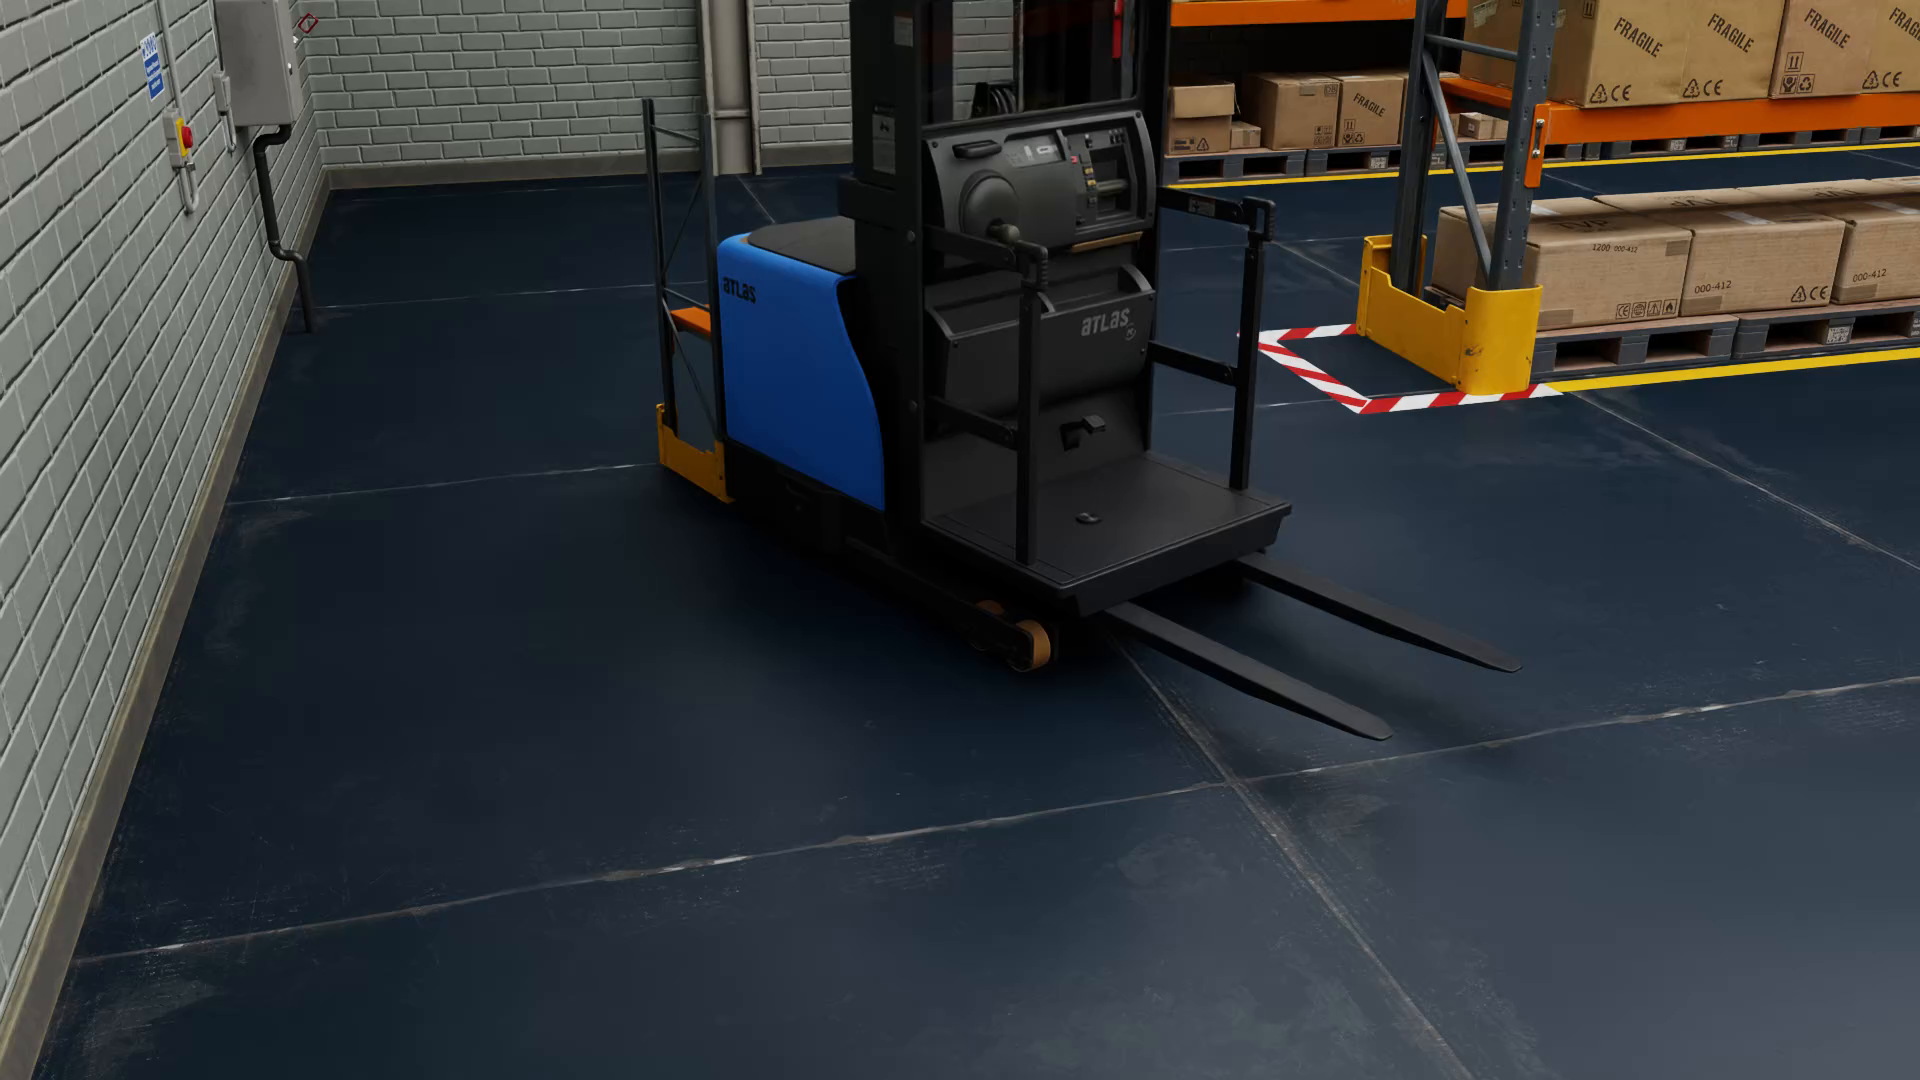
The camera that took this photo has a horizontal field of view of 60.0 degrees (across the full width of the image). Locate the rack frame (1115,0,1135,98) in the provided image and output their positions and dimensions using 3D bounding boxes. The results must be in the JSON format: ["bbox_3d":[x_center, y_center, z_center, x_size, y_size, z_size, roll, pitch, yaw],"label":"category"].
[{"bbox_3d":[1.083,-4.179,12.185,0.127,3.000,1.000,-6,24,-14],"label":"rack frame"}]

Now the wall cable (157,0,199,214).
[{"bbox_3d":[-2.995,-2.167,6.167,0.123,1.953,0.585,-6,24,-14],"label":"wall cable"}]

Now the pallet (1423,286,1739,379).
[{"bbox_3d":[3.177,-1.128,8.612,1.213,0.211,1.003,-6,24,-14],"label":"pallet"}]

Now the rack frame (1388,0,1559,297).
[{"bbox_3d":[2.428,-2.295,7.794,0.127,3.000,1.000,-6,24,-14],"label":"rack frame"}]

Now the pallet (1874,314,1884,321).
[{"bbox_3d":[5.526,-1.388,9.217,1.213,0.211,1.003,-6,24,-14],"label":"pallet"}]

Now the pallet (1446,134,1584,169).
[{"bbox_3d":[4.273,-3.251,13.558,1.213,0.211,1.003,-6,24,-14],"label":"pallet"}]

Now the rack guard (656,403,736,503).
[{"bbox_3d":[-1.067,-0.362,6.776,0.087,0.250,0.587,-16,28,-33],"label":"rack guard"}]

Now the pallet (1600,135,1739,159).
[{"bbox_3d":[5.708,-3.424,13.963,1.213,0.211,1.003,-6,24,-14],"label":"pallet"}]

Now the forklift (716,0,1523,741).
[{"bbox_3d":[0.414,-1.151,5.215,1.130,2.935,3.031,-18,29,-36],"label":"forklift"}]

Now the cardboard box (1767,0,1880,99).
[{"bbox_3d":[3.942,-2.395,7.900,0.500,0.500,0.500,-6,24,-15],"label":"cardboard box"}]

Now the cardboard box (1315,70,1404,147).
[{"bbox_3d":[3.068,-3.347,12.884,0.500,0.500,0.500,-6,24,-13],"label":"cardboard box"}]

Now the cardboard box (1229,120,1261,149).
[{"bbox_3d":[2.118,-3.121,12.803,0.250,0.149,0.380,-7,24,-16],"label":"cardboard box"}]

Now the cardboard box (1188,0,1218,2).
[{"bbox_3d":[1.706,-4.039,12.178,0.250,0.149,0.380,-6,24,-13],"label":"cardboard box"}]

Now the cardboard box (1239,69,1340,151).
[{"bbox_3d":[2.532,-3.329,12.841,0.500,0.500,0.700,-5,24,-12],"label":"cardboard box"}]

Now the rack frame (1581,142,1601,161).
[{"bbox_3d":[4.935,-4.605,13.178,0.127,3.000,1.000,-6,24,-14],"label":"rack frame"}]

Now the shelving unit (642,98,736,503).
[{"bbox_3d":[-0.665,-1.052,6.800,1.083,1.500,0.587,-16,28,-33],"label":"shelving unit"}]

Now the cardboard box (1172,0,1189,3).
[{"bbox_3d":[1.474,-3.994,12.073,0.250,0.149,0.380,-6,24,-15],"label":"cardboard box"}]

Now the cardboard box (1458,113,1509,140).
[{"bbox_3d":[4.134,-3.333,13.147,0.258,0.266,0.396,-5,24,-12],"label":"cardboard box"}]

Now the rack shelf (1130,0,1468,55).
[{"bbox_3d":[3.009,-4.061,12.823,4.000,0.370,1.077,-6,24,-14],"label":"rack shelf"}]

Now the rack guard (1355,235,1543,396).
[{"bbox_3d":[2.405,-1.144,8.281,0.348,0.500,1.175,-6,24,-14],"label":"rack guard"}]

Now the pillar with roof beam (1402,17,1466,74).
[{"bbox_3d":[5.184,-5.995,8.811,0.400,9.000,9.100,-6,24,-14],"label":"pillar with roof beam"}]

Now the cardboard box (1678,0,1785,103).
[{"bbox_3d":[3.447,-2.347,7.790,0.500,0.500,0.500,-7,24,-15],"label":"cardboard box"}]

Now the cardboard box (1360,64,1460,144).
[{"bbox_3d":[3.531,-3.439,13.099,0.500,0.500,0.700,-7,24,-16],"label":"cardboard box"}]

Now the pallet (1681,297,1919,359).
[{"bbox_3d":[4.349,-1.257,8.911,1.213,0.211,1.003,-6,24,-14],"label":"pallet"}]

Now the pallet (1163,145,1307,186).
[{"bbox_3d":[1.924,-2.991,12.953,1.213,0.211,1.003,-6,24,-14],"label":"pallet"}]

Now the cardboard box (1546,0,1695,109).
[{"bbox_3d":[2.968,-2.283,7.639,0.500,0.500,0.500,-7,24,-15],"label":"cardboard box"}]

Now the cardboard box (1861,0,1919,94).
[{"bbox_3d":[4.419,-2.454,8.039,0.500,0.500,0.500,-6,24,-13],"label":"cardboard box"}]

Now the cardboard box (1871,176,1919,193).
[{"bbox_3d":[5.646,-1.710,9.149,0.875,0.438,0.875,-7,24,-15],"label":"cardboard box"}]

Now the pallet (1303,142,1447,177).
[{"bbox_3d":[3.096,-3.119,13.252,1.213,0.211,1.003,-6,24,-14],"label":"pallet"}]

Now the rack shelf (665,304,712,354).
[{"bbox_3d":[-0.658,-0.889,6.875,1.000,0.185,0.538,-16,28,-33],"label":"rack shelf"}]

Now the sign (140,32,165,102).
[{"bbox_3d":[-3.041,-1.785,6.262,0.001,0.218,0.327,-6,24,-14],"label":"sign"}]

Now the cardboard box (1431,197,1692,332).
[{"bbox_3d":[3.036,-1.419,8.469,0.875,0.438,0.875,-7,24,-16],"label":"cardboard box"}]

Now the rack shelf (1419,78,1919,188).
[{"bbox_3d":[4.354,-2.177,8.432,4.000,0.370,1.077,-6,24,-14],"label":"rack shelf"}]

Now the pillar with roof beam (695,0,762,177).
[{"bbox_3d":[-0.593,-5.356,7.321,0.400,9.000,9.100,-6,24,-14],"label":"pillar with roof beam"}]

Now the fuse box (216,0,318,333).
[{"bbox_3d":[-3.422,-1.906,8.523,0.414,1.711,0.539,-6,24,-14],"label":"fuse box"}]

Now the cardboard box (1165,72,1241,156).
[{"bbox_3d":[1.698,-3.254,12.662,0.637,0.503,0.797,-7,24,-16],"label":"cardboard box"}]

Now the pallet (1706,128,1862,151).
[{"bbox_3d":[6.885,-3.556,14.269,1.213,0.211,1.003,-6,24,-14],"label":"pallet"}]

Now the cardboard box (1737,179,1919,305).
[{"bbox_3d":[4.784,-1.615,8.926,0.875,0.438,0.875,-7,24,-16],"label":"cardboard box"}]

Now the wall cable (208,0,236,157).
[{"bbox_3d":[-3.389,-2.689,7.425,0.122,1.984,0.588,-6,24,-14],"label":"wall cable"}]

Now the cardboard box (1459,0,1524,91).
[{"bbox_3d":[2.821,-2.493,8.128,0.500,0.500,0.500,-6,24,-14],"label":"cardboard box"}]

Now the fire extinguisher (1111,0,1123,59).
[{"bbox_3d":[1.067,-3.781,11.828,0.183,0.674,0.296,-6,24,-14],"label":"fire extinguisher"}]

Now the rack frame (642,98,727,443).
[{"bbox_3d":[-1.068,-0.936,6.529,0.032,1.500,0.500,-16,28,-33],"label":"rack frame"}]

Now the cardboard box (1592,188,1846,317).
[{"bbox_3d":[3.915,-1.519,8.703,0.875,0.438,0.875,-6,24,-13],"label":"cardboard box"}]

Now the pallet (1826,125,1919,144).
[{"bbox_3d":[8.057,-3.684,14.569,1.213,0.211,1.003,-6,24,-14],"label":"pallet"}]
